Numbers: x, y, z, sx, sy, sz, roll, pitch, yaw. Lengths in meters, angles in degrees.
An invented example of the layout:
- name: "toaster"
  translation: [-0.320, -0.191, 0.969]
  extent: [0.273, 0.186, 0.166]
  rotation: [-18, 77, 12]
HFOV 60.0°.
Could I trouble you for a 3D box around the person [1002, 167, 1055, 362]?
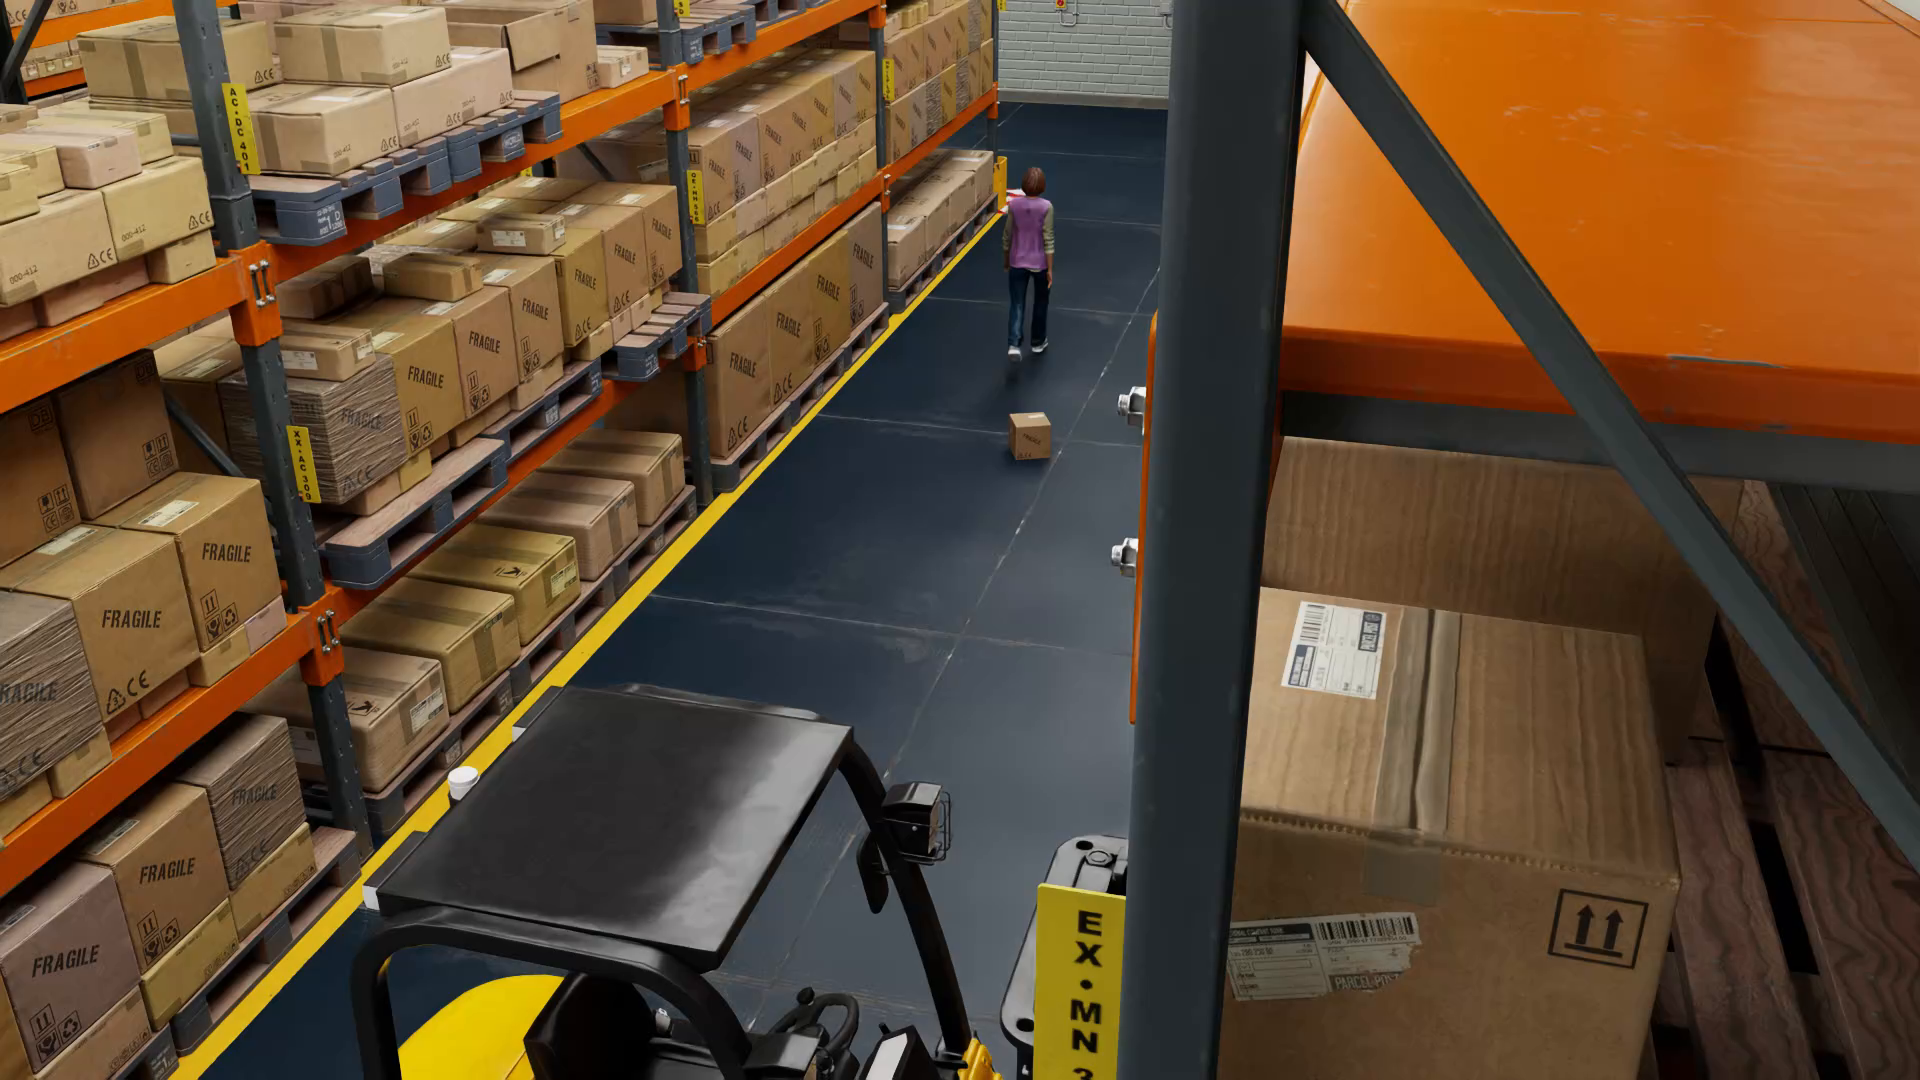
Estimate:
- name: "person"
  translation: [0.533, -2.159, 13.108]
  extent: [0.430, 1.542, 0.867]
  rotation: [5, 26, 10]
